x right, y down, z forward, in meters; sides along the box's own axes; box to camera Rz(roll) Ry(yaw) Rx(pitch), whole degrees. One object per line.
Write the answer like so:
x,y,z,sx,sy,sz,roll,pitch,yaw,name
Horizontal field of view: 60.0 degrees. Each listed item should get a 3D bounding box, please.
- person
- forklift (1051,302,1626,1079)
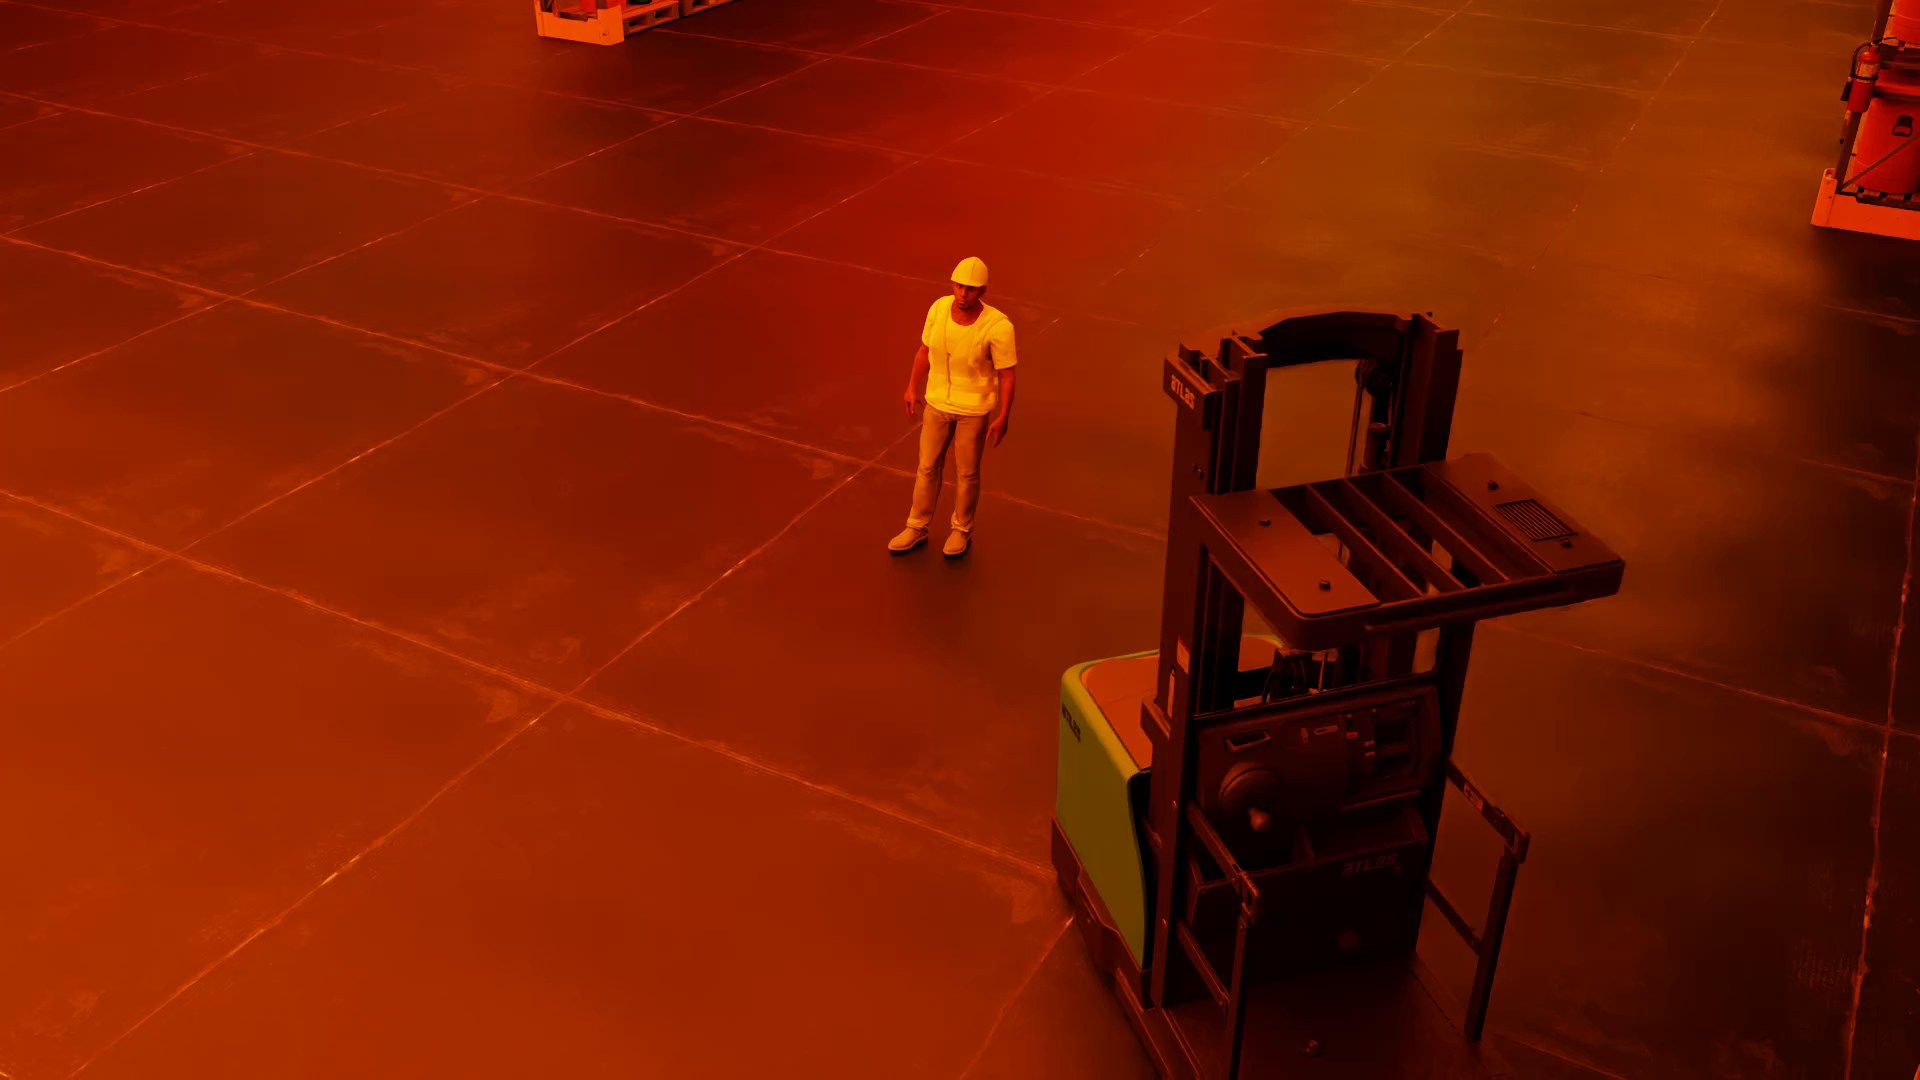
-0.039,-0.742,9.507,0.665,1.768,0.575,15,33,25,person
1.332,0.815,5.658,1.130,2.935,3.031,-9,31,-15,forklift
